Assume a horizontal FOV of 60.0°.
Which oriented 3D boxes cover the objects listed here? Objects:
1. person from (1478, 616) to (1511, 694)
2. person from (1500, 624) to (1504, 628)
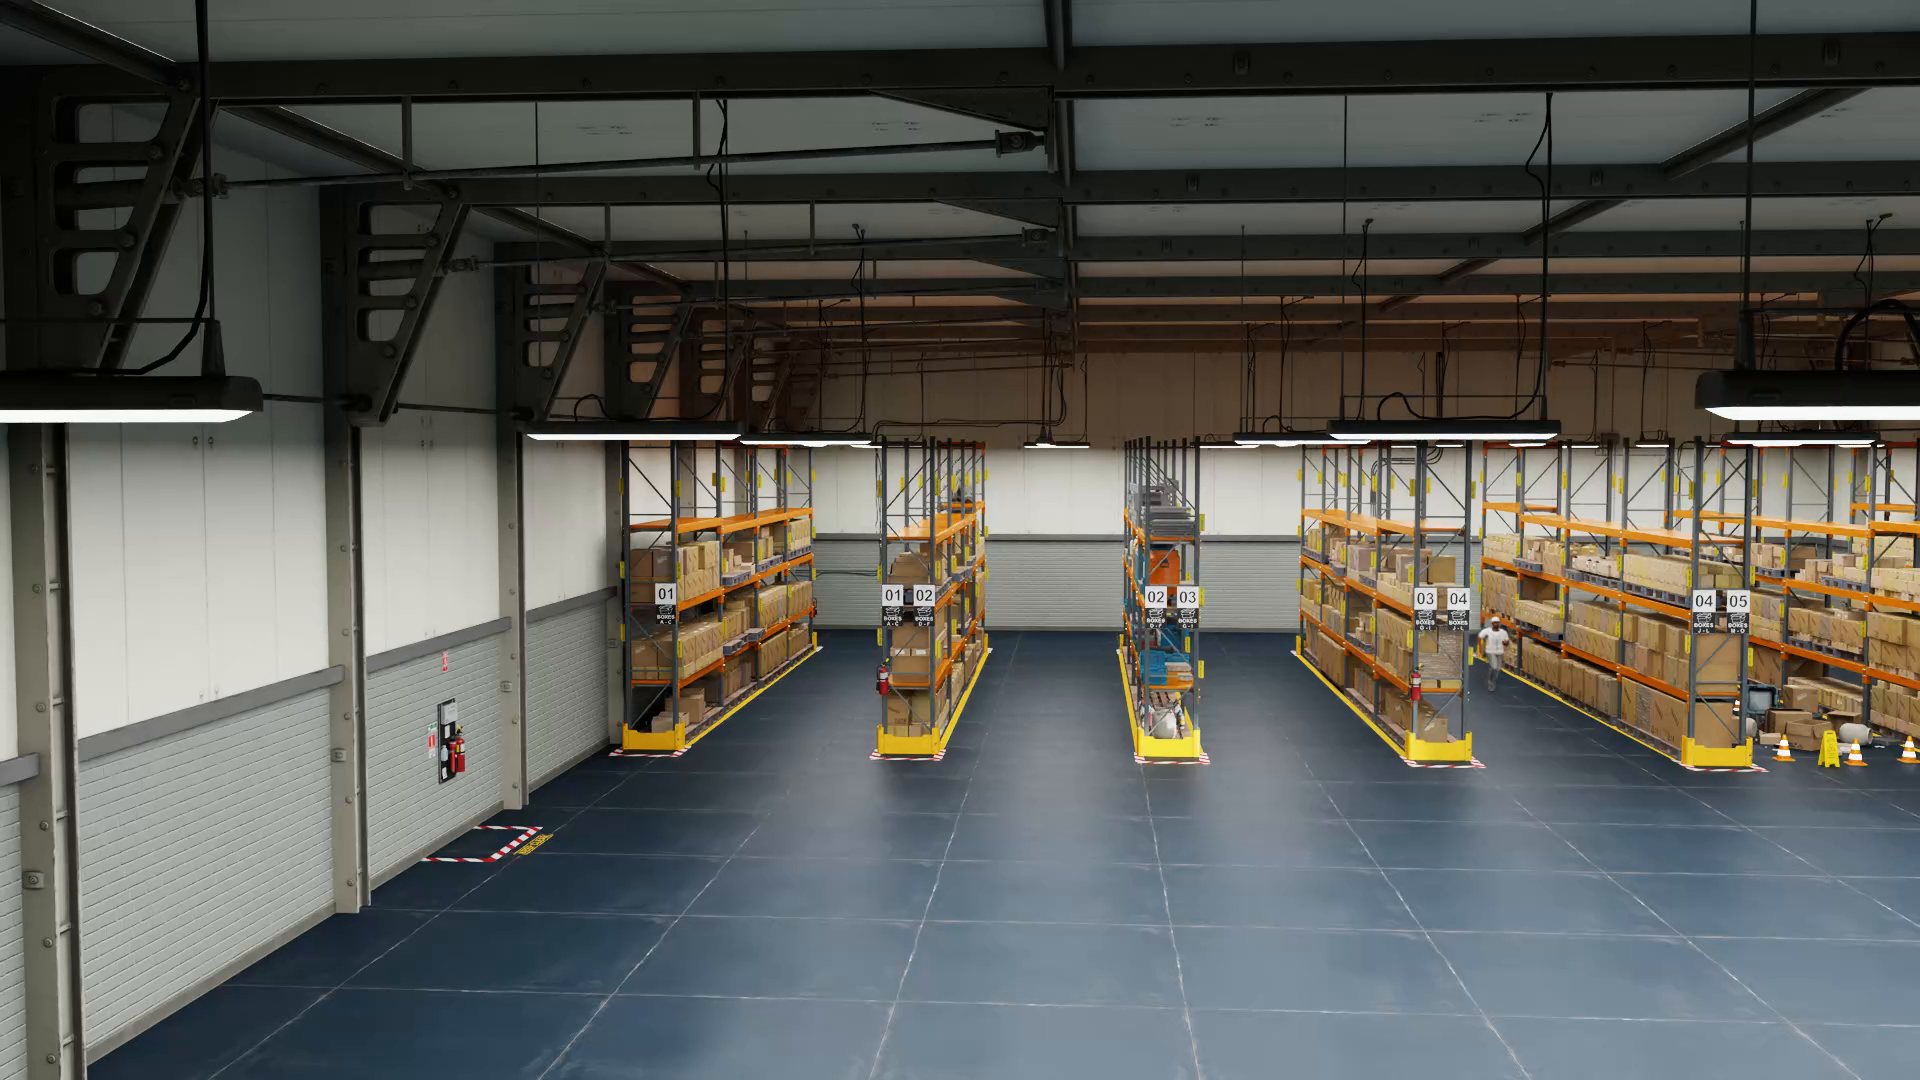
[{"bbox_3d":[12.747,2.724,39.550,0.672,1.831,0.777,0,3,-4],"label":"person"},{"bbox_3d":[15.386,2.416,47.529,0.782,1.551,0.571,0,3,5],"label":"person"}]
